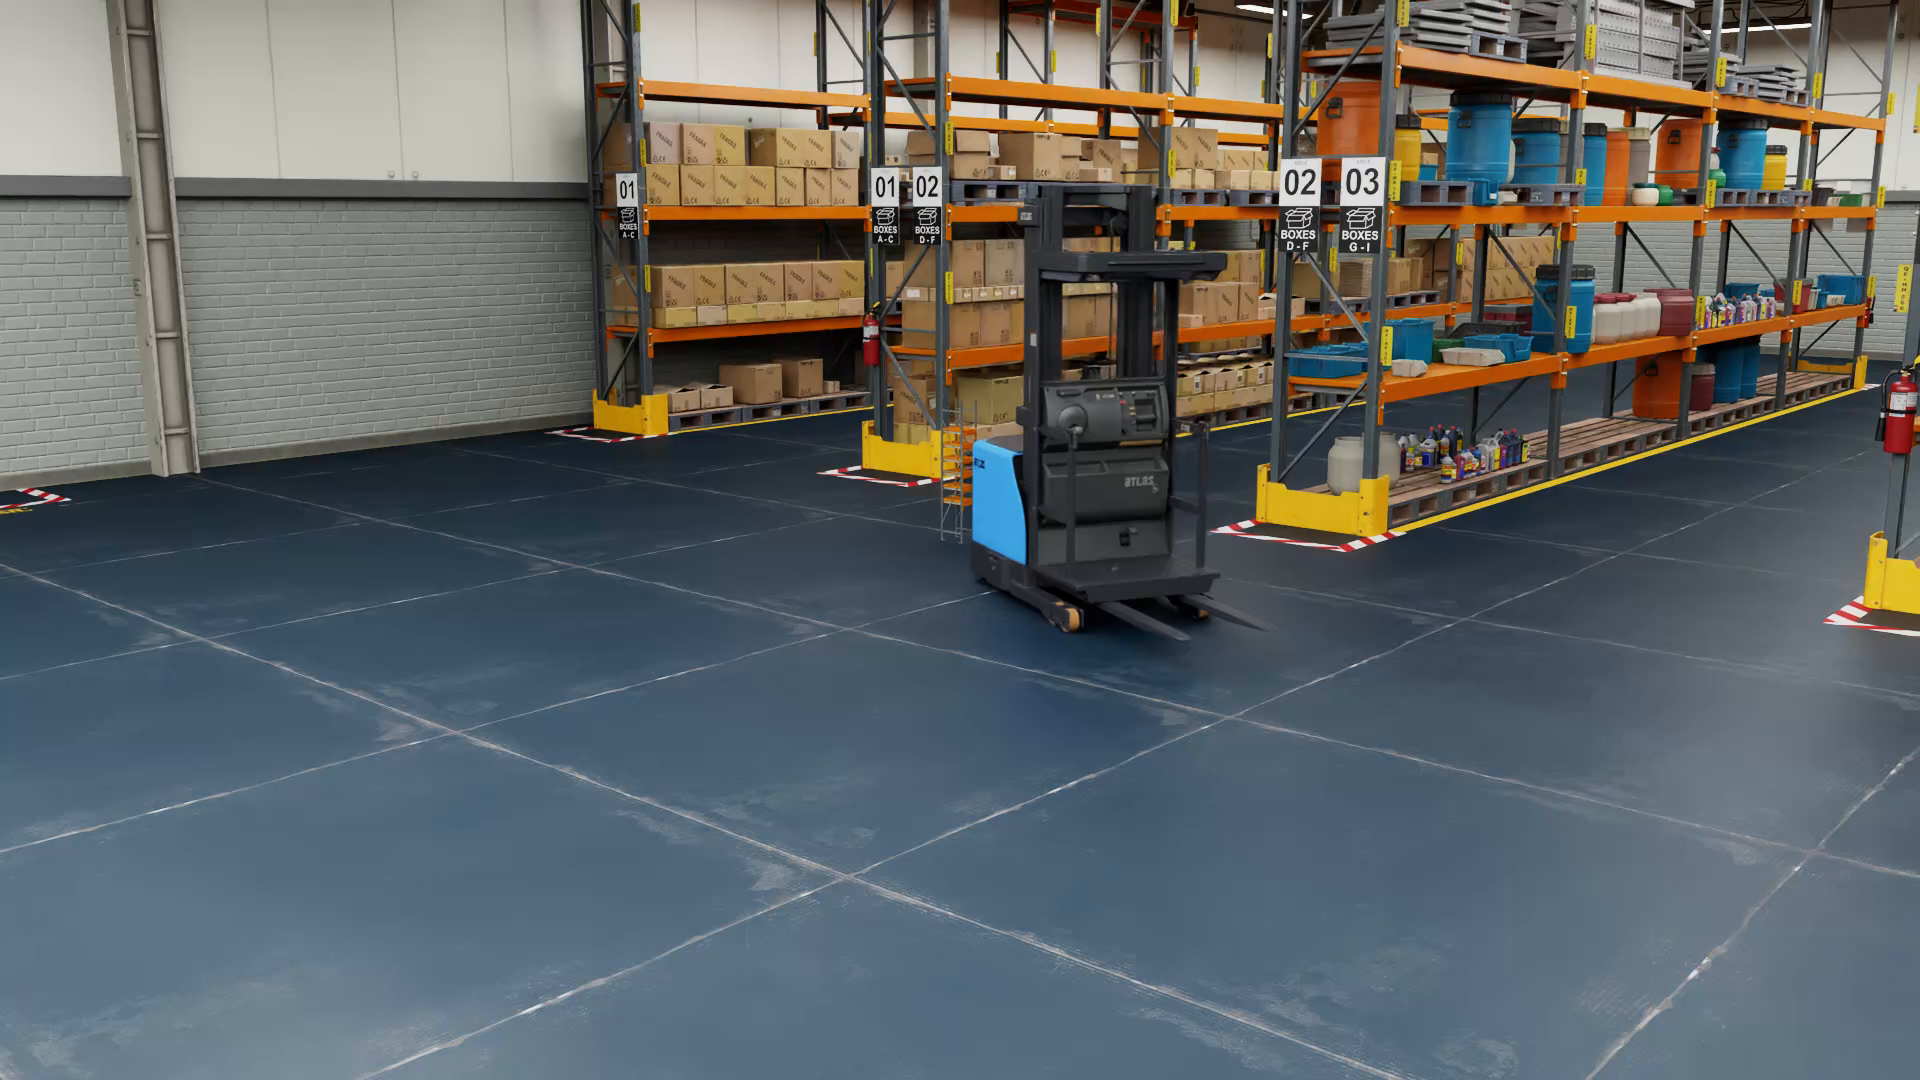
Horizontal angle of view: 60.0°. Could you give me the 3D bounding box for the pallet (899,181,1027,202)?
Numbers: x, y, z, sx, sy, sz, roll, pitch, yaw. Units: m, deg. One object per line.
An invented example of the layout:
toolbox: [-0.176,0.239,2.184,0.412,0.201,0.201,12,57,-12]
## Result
pallet: [-0.037,-3.745,17.872,1.003,0.211,1.213,10,15,40]

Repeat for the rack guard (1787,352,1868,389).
rack guard: [13.763,-2.710,26.501,1.175,0.500,0.348,10,15,40]

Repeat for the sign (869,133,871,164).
sign: [-0.922,-4.156,17.642,0.100,0.325,0.005,10,15,40]

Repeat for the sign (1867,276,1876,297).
sign: [14.181,-3.941,25.870,0.100,0.325,0.005,10,15,40]

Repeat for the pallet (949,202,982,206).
pallet: [-0.437,-5.054,24.680,1.213,0.211,1.003,10,15,40]

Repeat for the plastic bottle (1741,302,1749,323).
plastic bottle: [10.283,-2.999,21.885,0.152,0.276,0.135,10,15,40]

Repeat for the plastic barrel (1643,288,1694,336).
plastic barrel: [8.397,-2.712,19.785,0.600,0.536,0.708,10,15,40]

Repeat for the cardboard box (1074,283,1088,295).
cardboard box: [1.259,-2.918,19.253,0.380,0.149,0.250,10,15,42]

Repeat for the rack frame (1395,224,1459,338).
rack frame: [7.398,-3.983,26.492,1.000,3.000,0.127,10,15,40]

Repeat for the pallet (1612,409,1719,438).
pallet: [8.965,-1.507,21.218,1.003,0.211,1.213,10,15,40]

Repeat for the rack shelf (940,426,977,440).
rack shelf: [-0.010,-0.896,14.021,0.258,0.103,0.180,10,15,40]

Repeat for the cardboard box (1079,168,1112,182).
cardboard box: [1.526,-4.215,19.210,0.380,0.149,0.250,10,15,40]

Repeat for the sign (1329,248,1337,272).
sign: [5.177,-3.891,23.076,0.100,0.325,0.005,10,15,40]

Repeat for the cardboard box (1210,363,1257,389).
cardboard box: [3.591,-2.193,22.049,0.500,0.311,0.500,10,15,42]

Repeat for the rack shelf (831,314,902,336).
rack shelf: [-0.286,-3.387,25.347,1.077,0.370,4.000,10,15,40]

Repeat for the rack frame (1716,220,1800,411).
rack frame: [11.116,-3.342,23.283,1.000,3.000,0.127,10,15,40]

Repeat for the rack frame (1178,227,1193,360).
rack frame: [3.674,-4.622,29.696,1.000,3.000,0.127,10,15,40]

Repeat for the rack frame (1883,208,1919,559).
rack frame: [6.915,-0.936,11.238,1.000,3.000,0.127,10,15,40]

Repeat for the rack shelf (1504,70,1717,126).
rack shelf: [7.156,-4.852,18.386,1.077,0.370,4.000,10,15,40]

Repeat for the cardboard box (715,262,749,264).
cardboard box: [-3.085,-3.481,22.400,0.500,0.500,0.500,10,15,41]

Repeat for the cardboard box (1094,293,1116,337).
cardboard box: [1.486,-2.710,19.866,0.700,0.500,0.500,10,15,40]

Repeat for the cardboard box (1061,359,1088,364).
cardboard box: [1.252,-1.929,20.242,0.500,0.500,0.500,10,15,40]

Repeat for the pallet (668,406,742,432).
pallet: [-3.634,-1.616,21.761,1.003,0.211,1.213,10,15,40]

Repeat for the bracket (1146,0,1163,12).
bracket: [3.479,-9.437,29.296,0.235,0.232,0.430,10,15,40]

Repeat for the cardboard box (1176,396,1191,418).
cardboard box: [2.569,-1.690,20.964,0.500,0.250,0.500,9,15,39]

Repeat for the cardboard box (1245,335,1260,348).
cardboard box: [5.266,-3.927,31.527,0.700,0.500,0.500,9,14,39]

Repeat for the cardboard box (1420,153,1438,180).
cardboard box: [7.010,-5.693,25.814,0.600,0.600,0.600,8,14,35]

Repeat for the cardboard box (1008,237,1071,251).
cardboard box: [0.835,-3.203,19.022,0.700,0.500,0.500,10,15,40]

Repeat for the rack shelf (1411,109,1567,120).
rack shelf: [8.718,-6.864,27.449,1.077,0.370,4.000,10,15,40]

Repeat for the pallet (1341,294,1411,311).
pallet: [6.038,-3.587,25.000,1.003,0.211,1.213,10,15,40]

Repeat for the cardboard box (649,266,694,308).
cardboard box: [-3.706,-3.192,20.953,0.500,0.500,0.500,10,15,40]

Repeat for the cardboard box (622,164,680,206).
cardboard box: [-3.838,-4.404,20.636,0.500,0.500,0.500,10,15,42]

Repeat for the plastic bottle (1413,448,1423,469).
plastic bottle: [4.582,-0.816,16.660,0.097,0.201,0.097,0,11,0]

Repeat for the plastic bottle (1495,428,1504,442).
plastic bottle: [5.518,-0.968,17.039,0.144,0.351,0.185,10,15,40]

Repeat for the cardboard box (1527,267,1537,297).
cardboard box: [9.607,-4.442,28.539,0.500,0.500,0.500,10,15,41]

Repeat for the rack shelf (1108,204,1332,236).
rack shelf: [3.437,-4.218,21.849,1.077,0.370,4.000,10,15,40]

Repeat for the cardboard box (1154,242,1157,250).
cardboard box: [3.213,-5.019,28.702,0.500,0.250,0.500,10,15,42]

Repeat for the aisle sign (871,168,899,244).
aisle sign: [-0.787,-3.520,17.540,0.394,0.787,0.004,10,15,40]

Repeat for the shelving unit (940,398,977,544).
shelving unit: [-0.010,-0.586,14.083,0.258,1.200,0.189,10,15,40]

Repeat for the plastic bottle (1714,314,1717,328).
plastic bottle: [9.495,-2.779,20.972,0.097,0.201,0.097,0,11,0]

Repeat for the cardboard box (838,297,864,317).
cardboard box: [-1.691,-3.273,23.271,0.500,0.250,0.500,10,15,40]

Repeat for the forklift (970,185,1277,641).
forklift: [1.095,-0.912,11.294,1.130,2.935,3.031,-4,12,-21]

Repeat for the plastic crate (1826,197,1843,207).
plastic crate: [12.579,-4.936,24.279,0.437,0.136,0.530,10,15,40]

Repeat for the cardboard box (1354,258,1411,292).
cardboard box: [6.511,-4.087,25.690,0.500,0.500,0.700,-9,15,-39]

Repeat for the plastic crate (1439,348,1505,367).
plastic crate: [4.954,-1.764,16.056,0.530,0.136,0.437,10,15,40]

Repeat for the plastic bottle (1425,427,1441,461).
plastic bottle: [4.866,-0.988,17.142,0.144,0.351,0.185,9,14,38]

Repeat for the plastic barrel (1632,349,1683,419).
plastic barrel: [8.786,-1.969,20.880,0.600,0.830,0.708,10,15,40]

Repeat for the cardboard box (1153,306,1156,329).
cardboard box: [2.409,-2.810,21.005,0.500,0.250,0.500,11,16,44]

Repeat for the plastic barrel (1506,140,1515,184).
plastic barrel: [5.404,-3.858,16.854,0.421,0.512,0.421,0,11,0]

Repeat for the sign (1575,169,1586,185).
sign: [6.241,-3.567,16.731,0.100,0.325,0.005,10,15,40]

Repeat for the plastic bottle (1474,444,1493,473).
plastic bottle: [5.177,-0.813,16.457,0.152,0.276,0.135,10,15,41]

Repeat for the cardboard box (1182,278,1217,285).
cardboard box: [4.045,-4.847,30.056,0.980,0.700,0.700,10,15,41]

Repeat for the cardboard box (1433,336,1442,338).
cardboard box: [7.561,-3.093,27.297,0.500,0.500,0.500,10,15,40]

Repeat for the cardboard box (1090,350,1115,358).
cardboard box: [2.201,-3.405,28.017,0.750,0.750,0.750,10,15,40]
